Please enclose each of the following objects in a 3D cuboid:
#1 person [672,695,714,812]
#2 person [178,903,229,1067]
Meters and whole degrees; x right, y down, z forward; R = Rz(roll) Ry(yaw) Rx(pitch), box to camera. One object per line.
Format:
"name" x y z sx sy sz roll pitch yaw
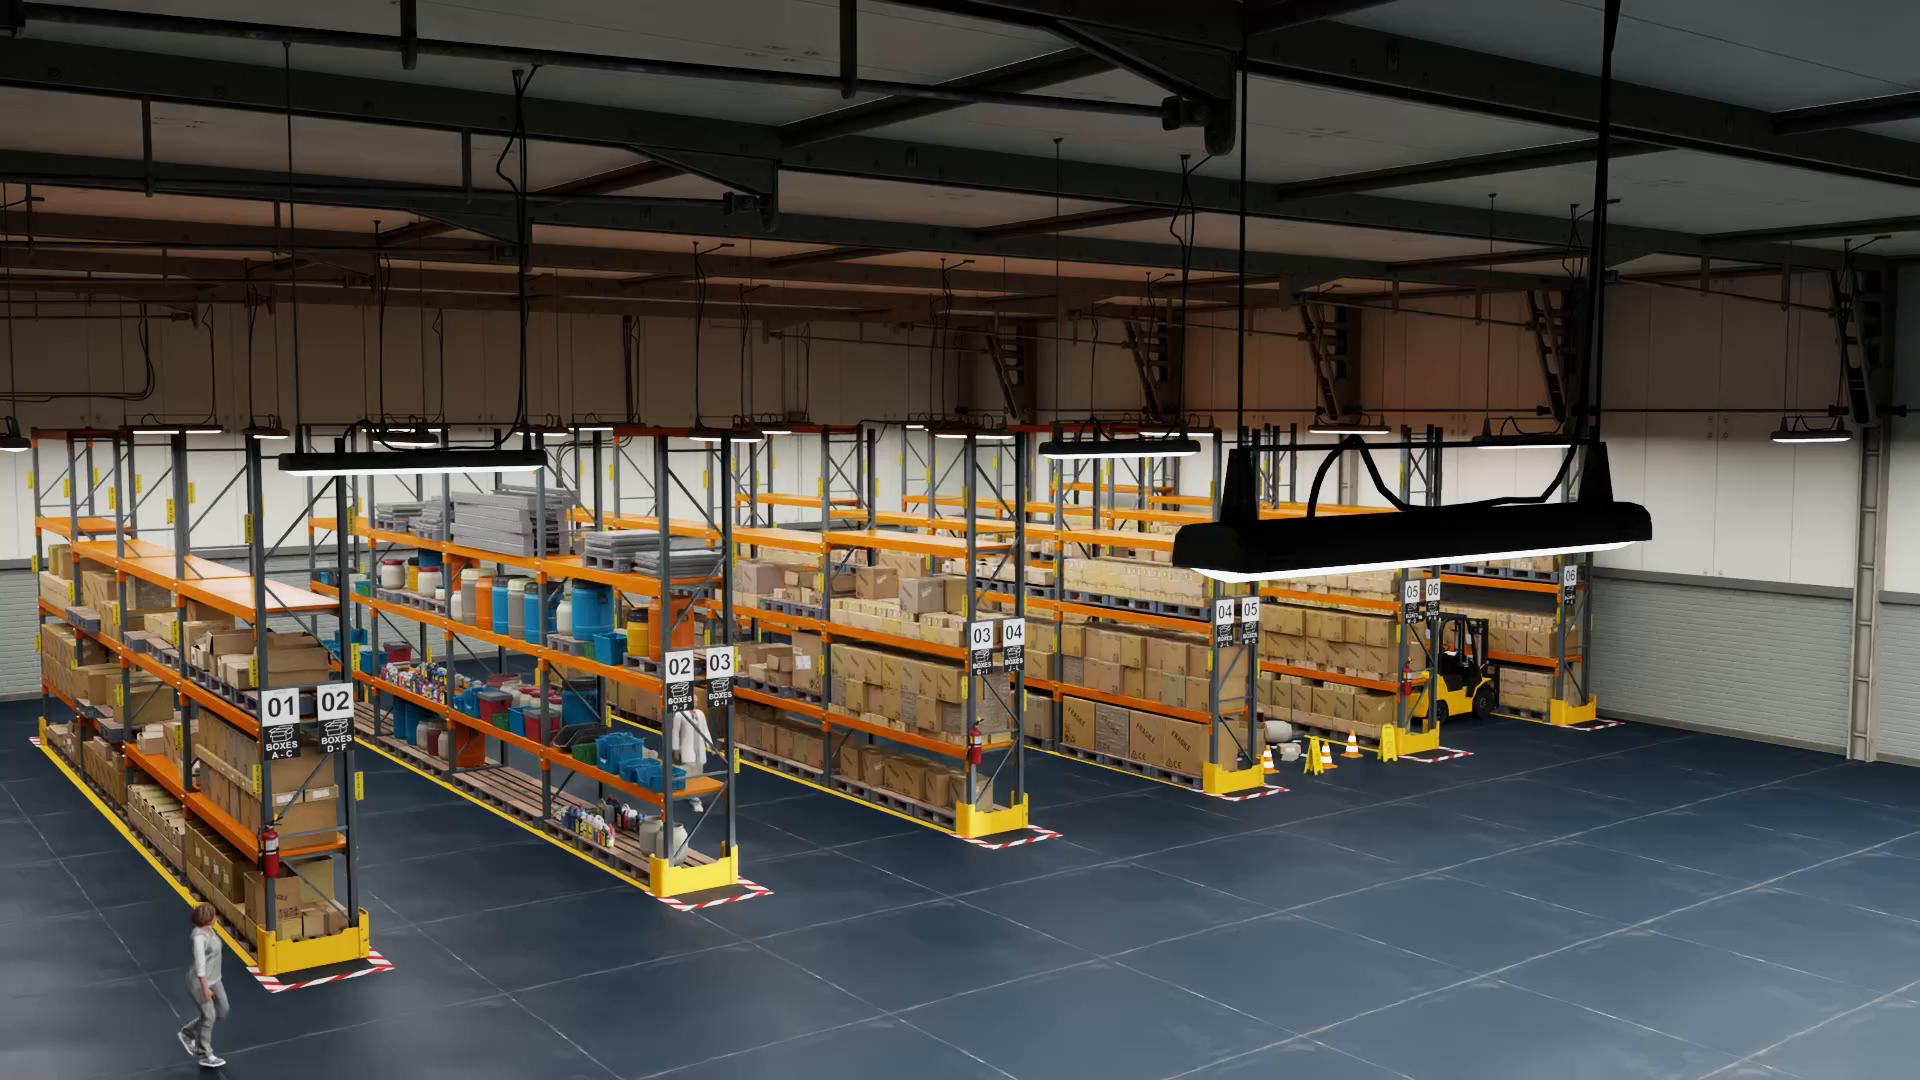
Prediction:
"person" -4.206 3.381 26.518 0.607 1.814 0.739 -4 6 -42
"person" -7.320 4.262 15.978 0.509 1.587 0.398 0 4 3
